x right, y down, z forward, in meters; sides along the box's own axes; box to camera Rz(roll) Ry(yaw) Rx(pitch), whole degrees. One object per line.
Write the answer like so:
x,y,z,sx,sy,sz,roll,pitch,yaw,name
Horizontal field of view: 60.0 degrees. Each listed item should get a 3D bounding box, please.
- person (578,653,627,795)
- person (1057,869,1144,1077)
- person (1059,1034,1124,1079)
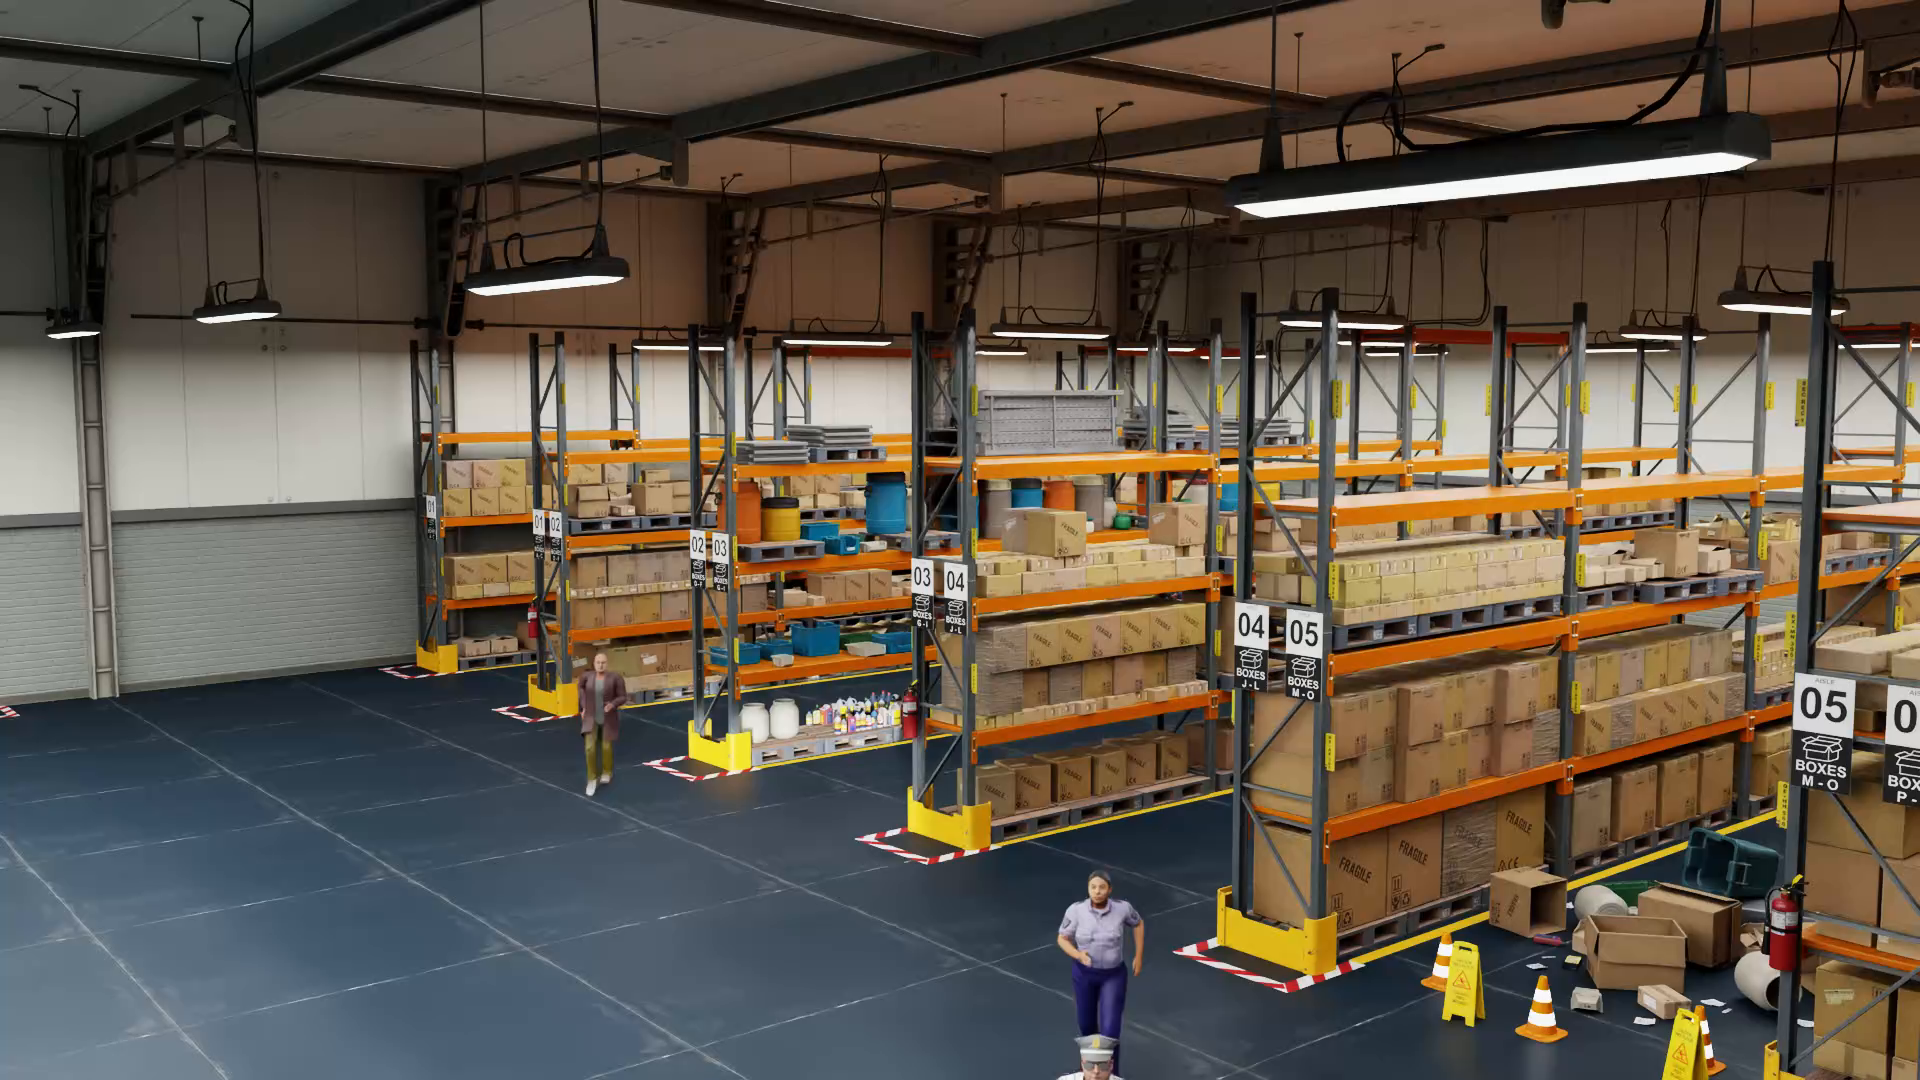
-4.581,2.336,21.265,0.614,1.815,0.917,-1,5,-8,person
1.022,3.232,12.145,0.620,1.708,0.745,1,5,10,person
0.714,3.480,8.947,0.656,1.727,0.631,0,5,4,person
